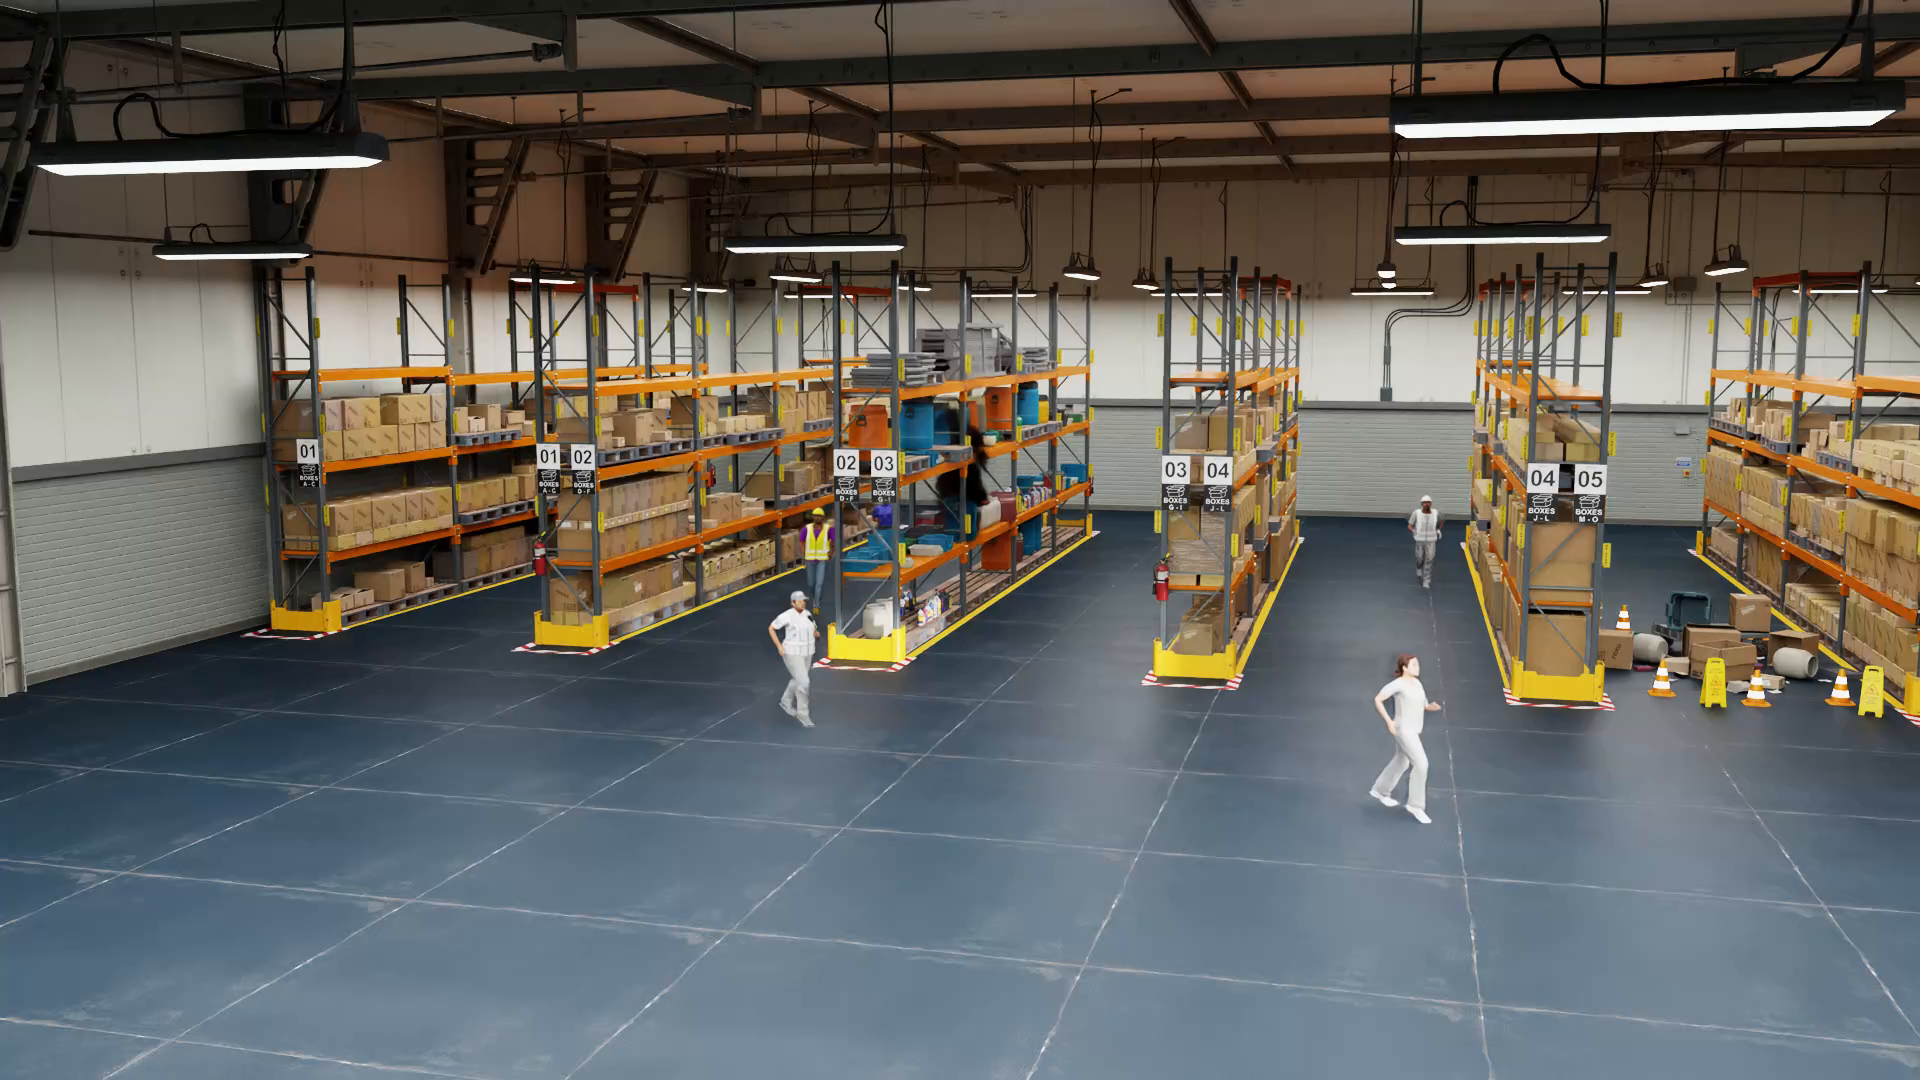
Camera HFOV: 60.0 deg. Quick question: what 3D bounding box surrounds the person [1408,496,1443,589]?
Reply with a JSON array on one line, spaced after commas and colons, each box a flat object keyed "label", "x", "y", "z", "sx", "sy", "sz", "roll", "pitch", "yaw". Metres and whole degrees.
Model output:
[{"label": "person", "x": 9.087, "y": 0.018, "z": 32.461, "sx": 0.682, "sy": 1.782, "sz": 0.916, "roll": 1, "pitch": 7, "yaw": 11}]

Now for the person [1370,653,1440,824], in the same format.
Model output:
[{"label": "person", "x": 4.571, "y": 2.012, "z": 17.112, "sx": 0.770, "sy": 1.720, "sz": 0.538, "roll": 6, "pitch": 9, "yaw": 40}]

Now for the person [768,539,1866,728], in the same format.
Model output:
[{"label": "person", "x": 5.709, "y": 1.163, "z": 22.868, "sx": 10.957, "sy": 1.975, "sz": 12.819, "roll": 6, "pitch": 9, "yaw": 37}]

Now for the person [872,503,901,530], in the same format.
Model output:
[{"label": "person", "x": -1.525, "y": -0.167, "z": 34.051, "sx": 0.564, "sy": 1.616, "sz": 0.851, "roll": 1, "pitch": 7, "yaw": 8}]

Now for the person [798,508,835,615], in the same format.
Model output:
[{"label": "person", "x": -2.355, "y": 0.338, "z": 27.671, "sx": 0.697, "sy": 1.755, "sz": 0.703, "roll": 1, "pitch": 7, "yaw": 4}]
